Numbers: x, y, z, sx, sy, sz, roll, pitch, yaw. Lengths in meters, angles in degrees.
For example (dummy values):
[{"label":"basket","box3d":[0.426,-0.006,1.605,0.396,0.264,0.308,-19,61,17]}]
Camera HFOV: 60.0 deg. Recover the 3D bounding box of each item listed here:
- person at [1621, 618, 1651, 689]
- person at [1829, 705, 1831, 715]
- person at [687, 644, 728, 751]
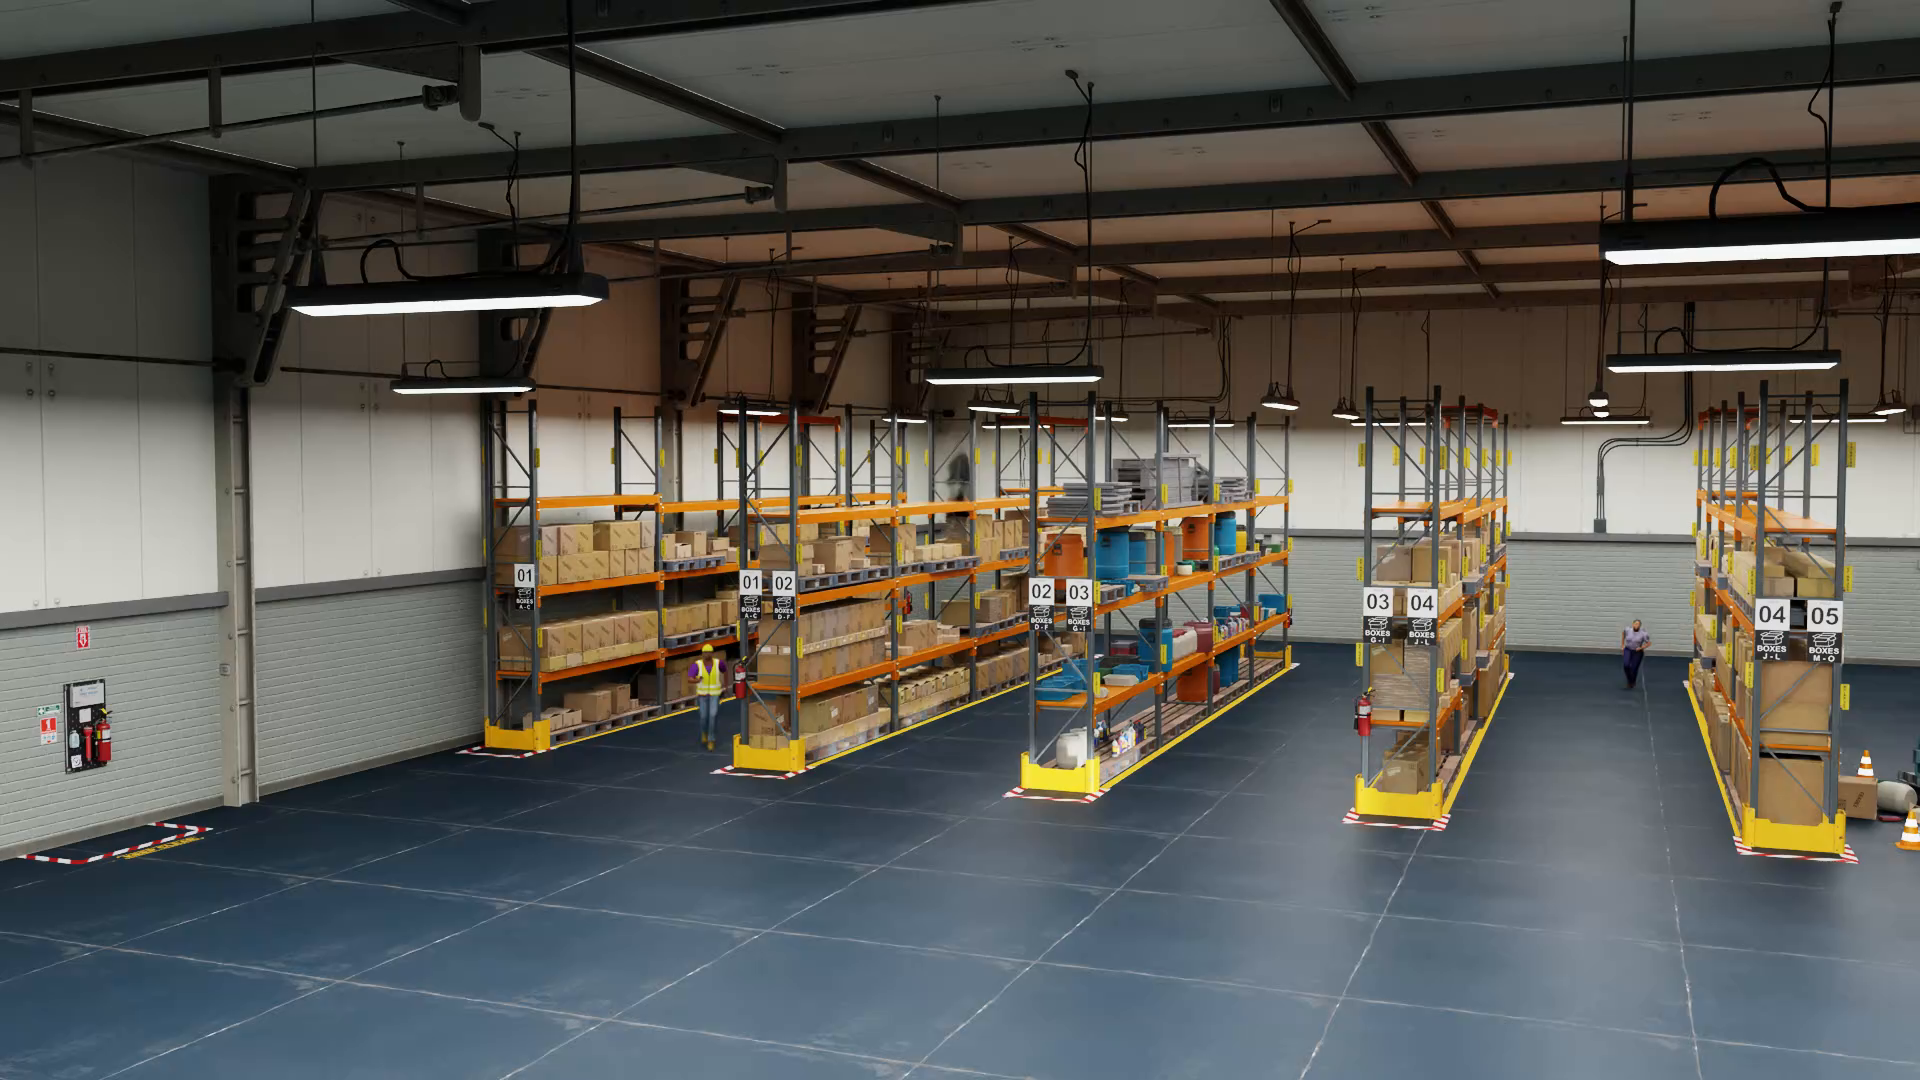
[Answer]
[{"label":"person","box3d":[14.673,2.481,36.098,0.615,1.599,0.802,1,3,27]},{"label":"person","box3d":[16.772,2.575,32.254,0.550,1.736,0.800,1,3,17]},{"label":"person","box3d":[-4.347,2.675,28.667,0.688,1.781,0.950,0,3,-7]}]
